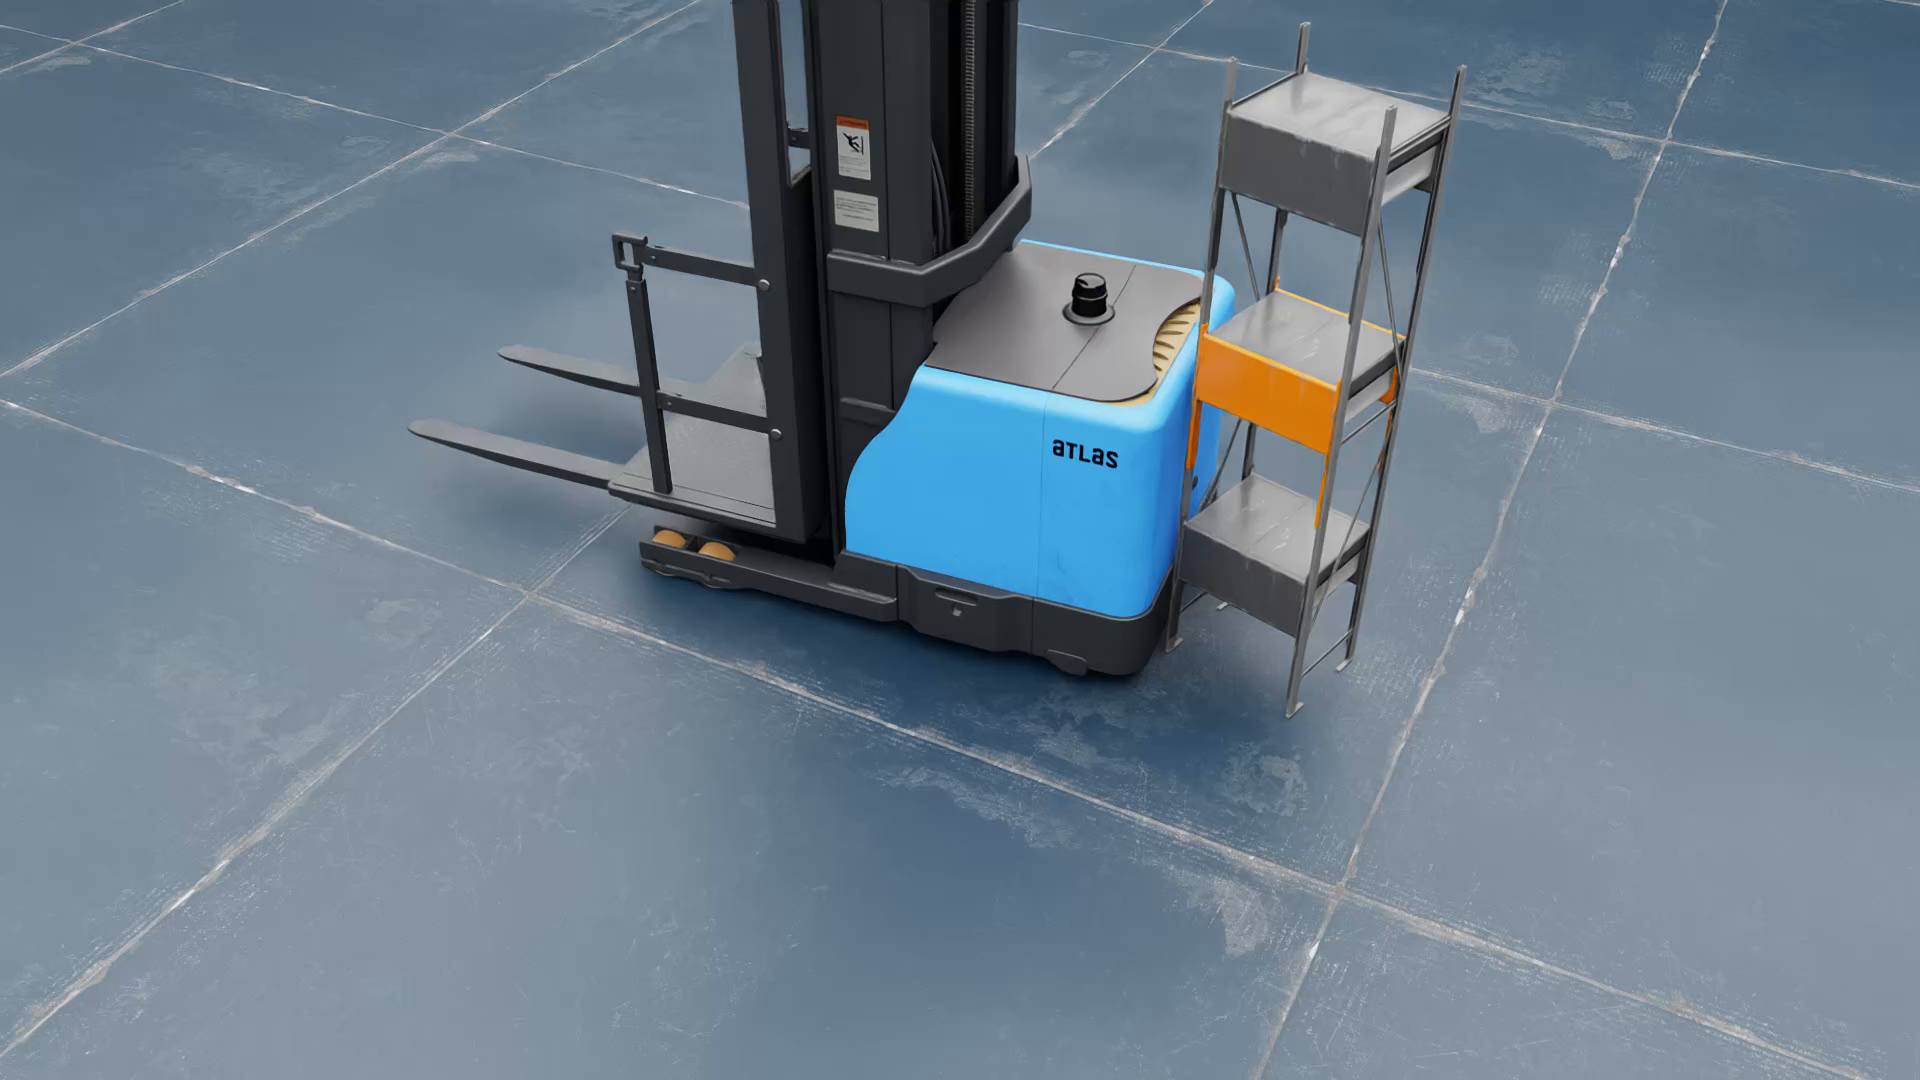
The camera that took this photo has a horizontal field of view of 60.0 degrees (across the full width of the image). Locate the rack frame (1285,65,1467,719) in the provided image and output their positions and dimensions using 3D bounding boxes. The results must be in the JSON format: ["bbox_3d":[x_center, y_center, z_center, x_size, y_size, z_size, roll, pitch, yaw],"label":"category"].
[{"bbox_3d":[1.214,-0.341,4.960,0.015,2.100,0.400,28,45,32],"label":"rack frame"}]

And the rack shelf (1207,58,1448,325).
[{"bbox_3d":[1.035,-0.988,4.677,0.480,0.518,0.431,28,45,32],"label":"rack shelf"}]

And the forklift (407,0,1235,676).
[{"bbox_3d":[-0.620,-1.273,5.503,3.031,2.935,1.130,14,39,17],"label":"forklift"}]

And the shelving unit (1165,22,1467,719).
[{"bbox_3d":[1.032,-0.439,5.090,0.503,2.100,0.431,28,45,32],"label":"shelving unit"}]

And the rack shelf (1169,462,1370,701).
[{"bbox_3d":[1.029,0.131,5.519,0.480,0.518,0.431,28,45,32],"label":"rack shelf"}]

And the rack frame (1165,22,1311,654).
[{"bbox_3d":[0.850,-0.538,5.219,0.015,2.100,0.400,28,45,32],"label":"rack frame"}]

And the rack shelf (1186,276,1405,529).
[{"bbox_3d":[1.032,-0.428,5.098,0.480,0.518,0.431,28,45,32],"label":"rack shelf"}]
